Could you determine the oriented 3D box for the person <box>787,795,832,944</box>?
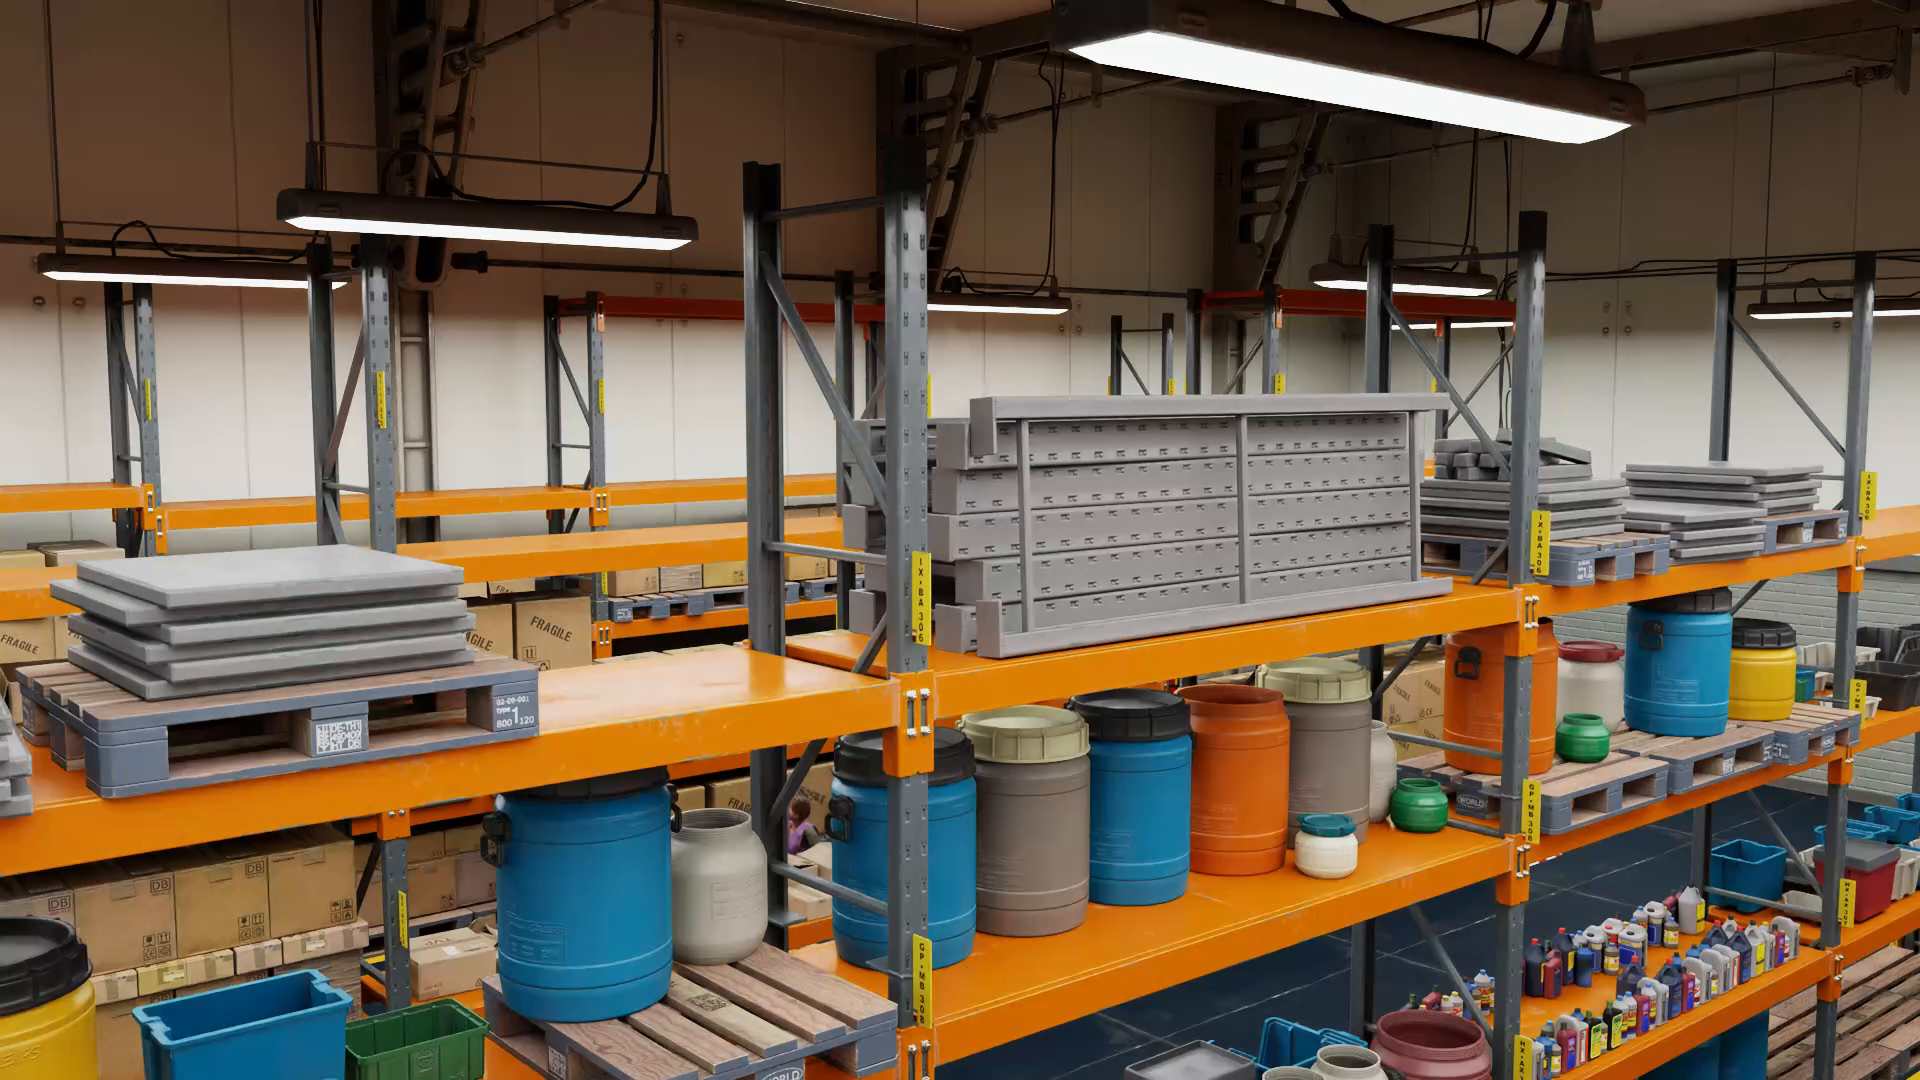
[{"bbox_3d":[-1.398,2.995,14.554,0.559,1.548,0.535,-4,7,-38],"label":"person"}]
